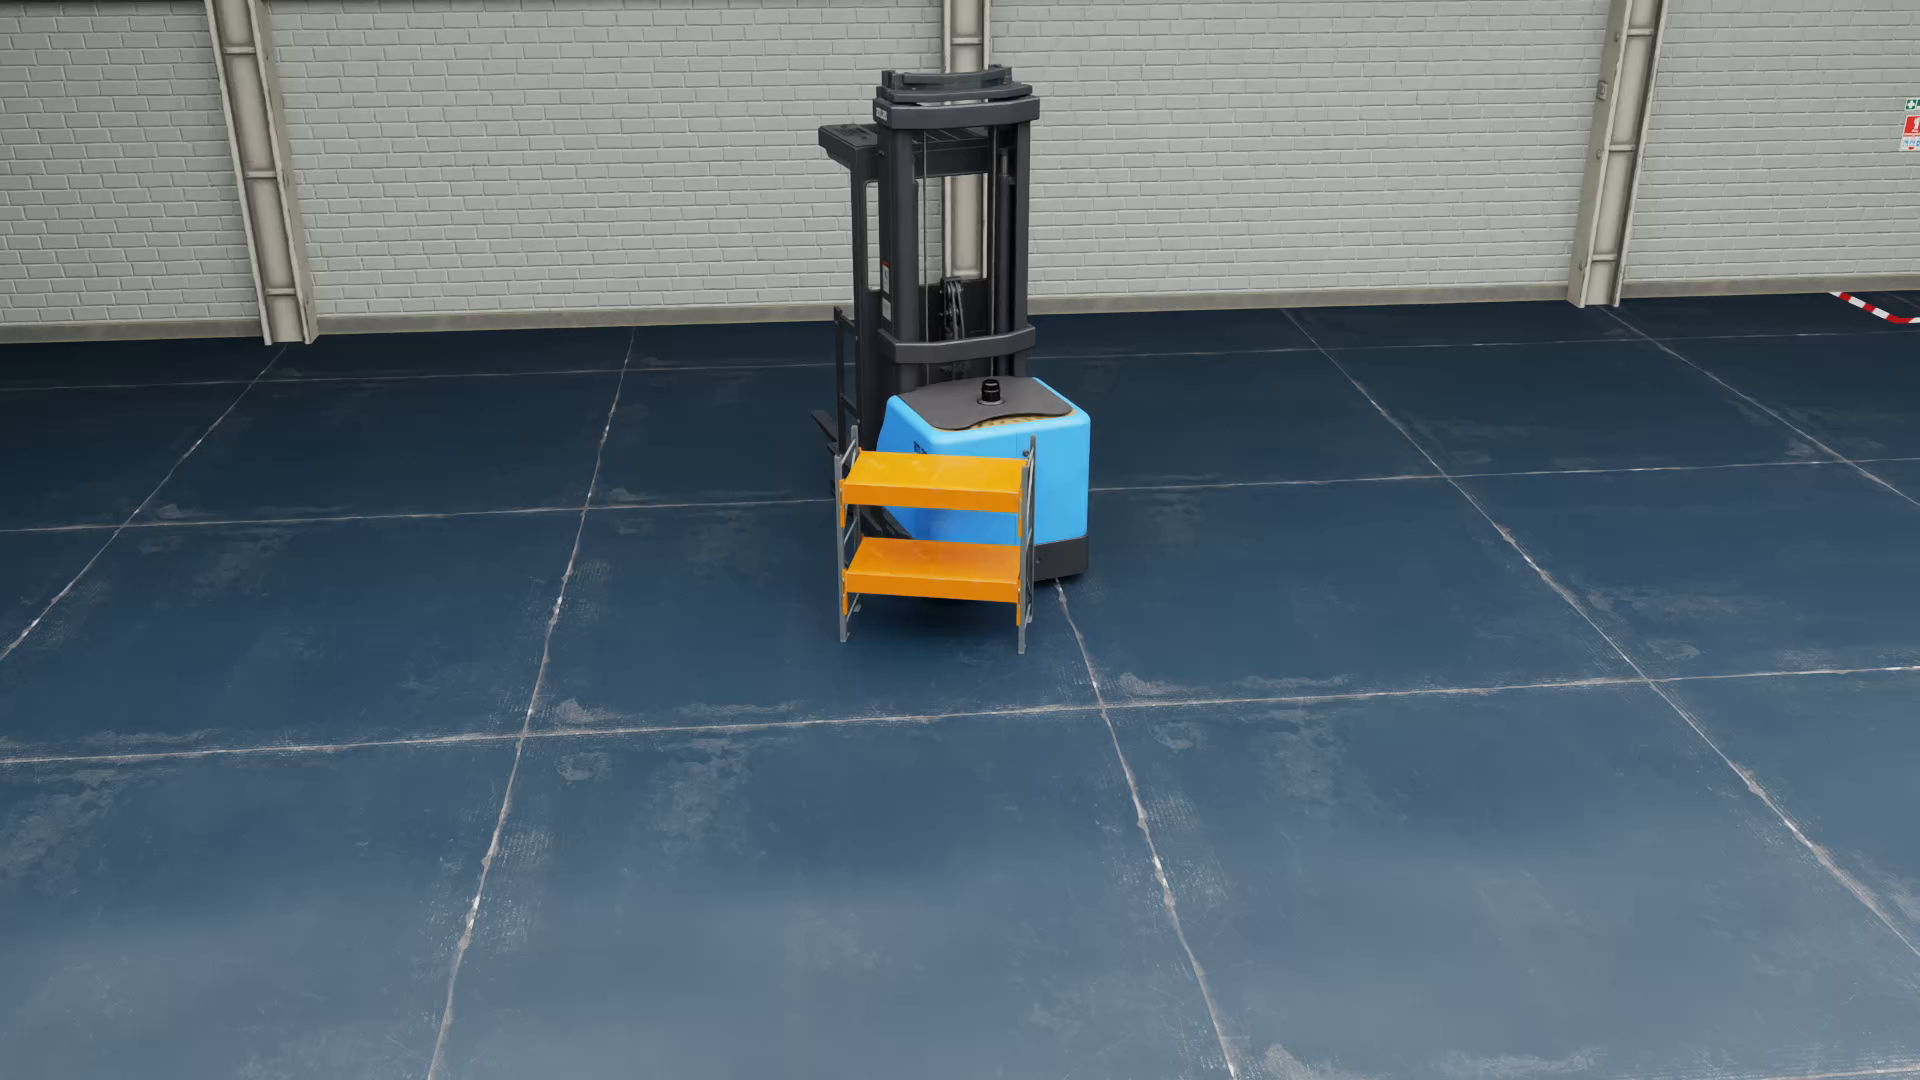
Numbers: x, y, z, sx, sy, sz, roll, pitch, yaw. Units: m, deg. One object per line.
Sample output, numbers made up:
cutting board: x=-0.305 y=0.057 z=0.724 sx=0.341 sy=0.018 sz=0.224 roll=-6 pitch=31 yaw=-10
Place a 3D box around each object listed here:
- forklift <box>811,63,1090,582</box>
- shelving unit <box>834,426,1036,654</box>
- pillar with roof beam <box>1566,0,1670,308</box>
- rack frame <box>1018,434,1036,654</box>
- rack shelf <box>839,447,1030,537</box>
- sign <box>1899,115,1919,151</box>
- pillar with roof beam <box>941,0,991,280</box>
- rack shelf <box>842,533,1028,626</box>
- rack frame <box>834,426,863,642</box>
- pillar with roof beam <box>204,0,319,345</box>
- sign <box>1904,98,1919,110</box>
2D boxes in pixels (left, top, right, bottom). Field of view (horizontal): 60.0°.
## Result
forklift: x=-0.232 y=-1.575 z=10.684 sx=1.130 sy=2.935 sz=3.031 roll=-9 pitch=26 yaw=-20
shelving unit: x=-0.126 y=-0.005 z=9.376 sx=1.048 sy=1.125 sz=0.538 roll=3 pitch=24 yaw=7
pillar with roof beam: x=6.441 y=-4.632 z=10.093 sx=0.400 sy=9.000 sz=9.100 roll=-2 pitch=24 yaw=-5
rack frame: x=0.377 y=0.024 z=9.311 sx=0.032 sy=1.125 sz=0.500 roll=3 pitch=24 yaw=7
rack shelf: x=-0.126 y=-0.272 z=9.257 sx=1.000 sy=0.278 sz=0.538 roll=3 pitch=24 yaw=7
sign: x=8.965 y=-3.823 z=15.615 sx=0.234 sy=0.329 sz=0.001 roll=-2 pitch=24 yaw=-5
pillar with roof beam: x=0.470 y=-4.393 z=9.554 sx=0.400 sy=9.000 sz=9.100 roll=-2 pitch=24 yaw=-5
rack shelf: x=-0.126 y=0.219 z=9.475 sx=1.000 sy=0.278 sz=0.538 roll=3 pitch=24 yaw=7
rack frame: x=-0.629 y=-0.034 z=9.441 sx=0.032 sy=1.125 sz=0.500 roll=3 pitch=24 yaw=7
pillar with roof beam: x=-5.501 y=-4.153 z=9.015 sx=0.400 sy=9.000 sz=9.100 roll=-2 pitch=24 yaw=-5
sign: x=8.970 y=-4.062 z=15.500 sx=0.331 sy=0.109 sz=0.001 roll=-2 pitch=24 yaw=-5
